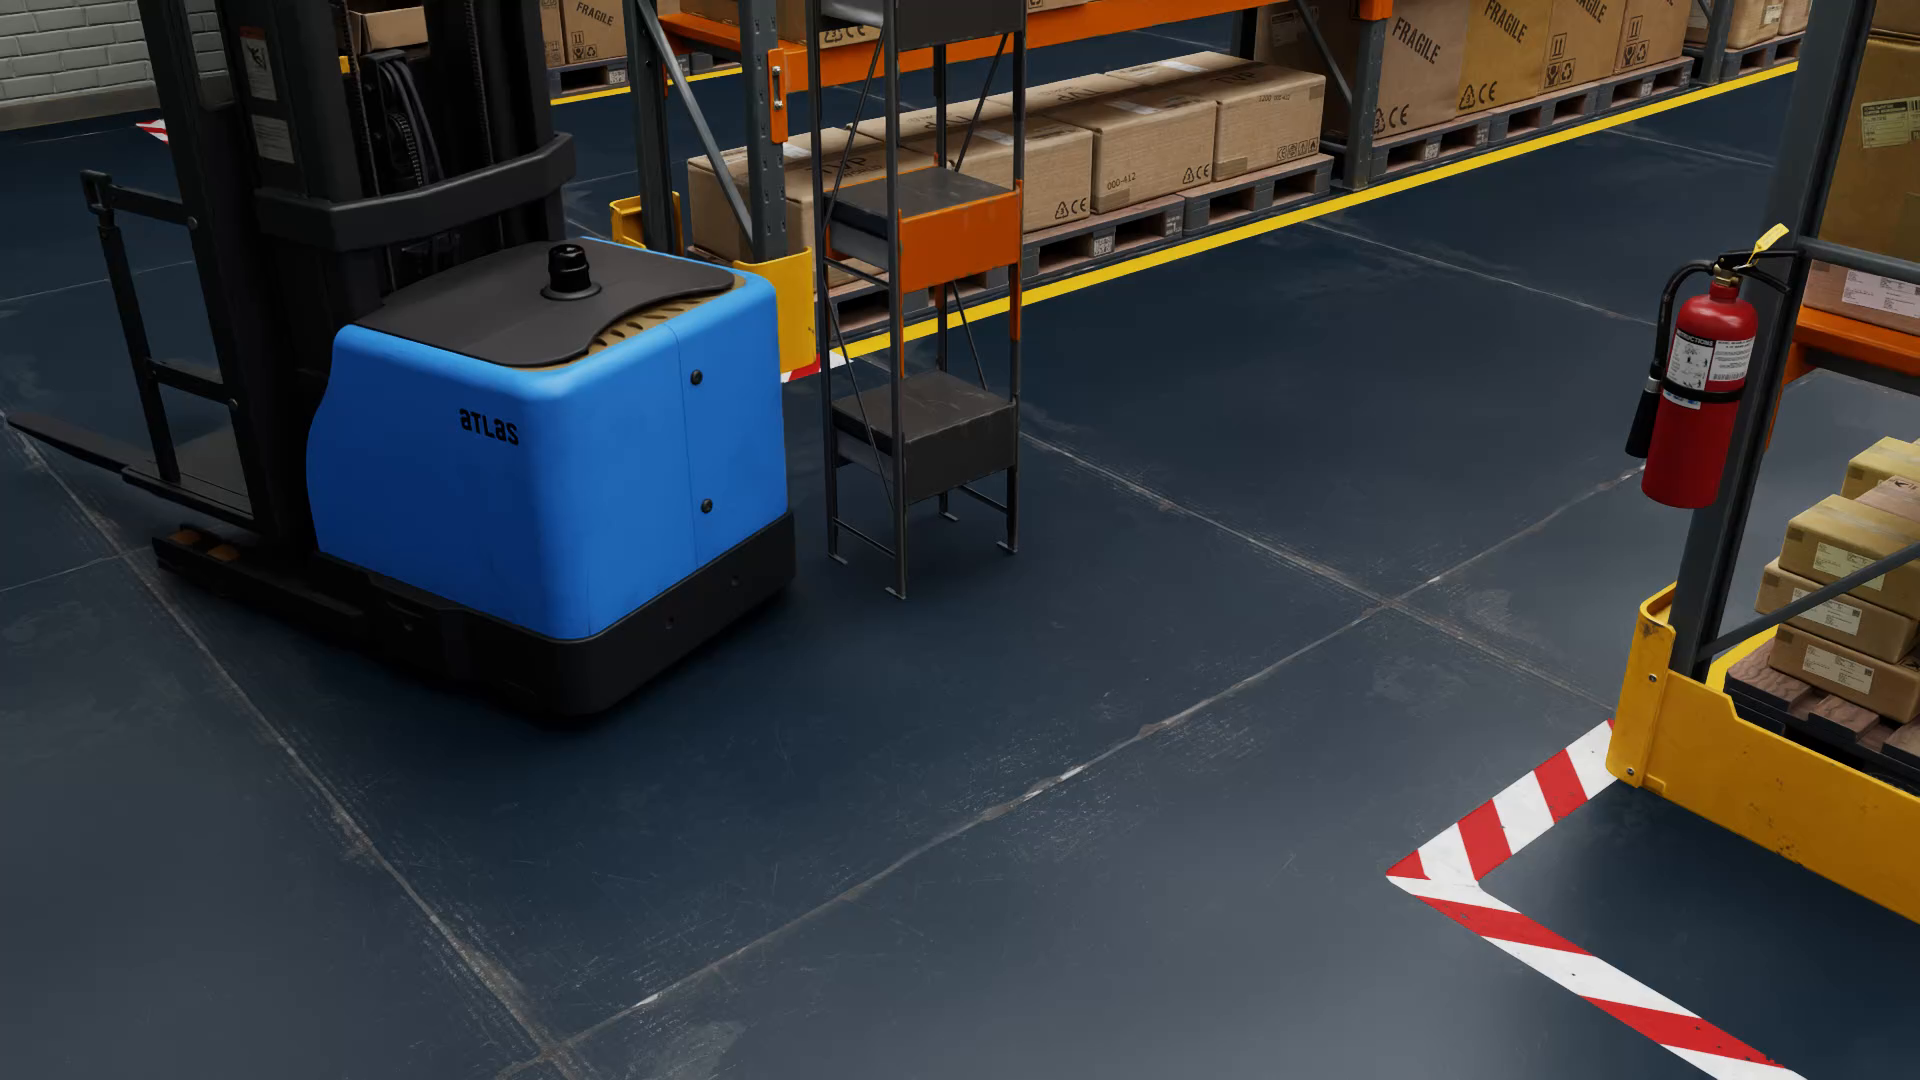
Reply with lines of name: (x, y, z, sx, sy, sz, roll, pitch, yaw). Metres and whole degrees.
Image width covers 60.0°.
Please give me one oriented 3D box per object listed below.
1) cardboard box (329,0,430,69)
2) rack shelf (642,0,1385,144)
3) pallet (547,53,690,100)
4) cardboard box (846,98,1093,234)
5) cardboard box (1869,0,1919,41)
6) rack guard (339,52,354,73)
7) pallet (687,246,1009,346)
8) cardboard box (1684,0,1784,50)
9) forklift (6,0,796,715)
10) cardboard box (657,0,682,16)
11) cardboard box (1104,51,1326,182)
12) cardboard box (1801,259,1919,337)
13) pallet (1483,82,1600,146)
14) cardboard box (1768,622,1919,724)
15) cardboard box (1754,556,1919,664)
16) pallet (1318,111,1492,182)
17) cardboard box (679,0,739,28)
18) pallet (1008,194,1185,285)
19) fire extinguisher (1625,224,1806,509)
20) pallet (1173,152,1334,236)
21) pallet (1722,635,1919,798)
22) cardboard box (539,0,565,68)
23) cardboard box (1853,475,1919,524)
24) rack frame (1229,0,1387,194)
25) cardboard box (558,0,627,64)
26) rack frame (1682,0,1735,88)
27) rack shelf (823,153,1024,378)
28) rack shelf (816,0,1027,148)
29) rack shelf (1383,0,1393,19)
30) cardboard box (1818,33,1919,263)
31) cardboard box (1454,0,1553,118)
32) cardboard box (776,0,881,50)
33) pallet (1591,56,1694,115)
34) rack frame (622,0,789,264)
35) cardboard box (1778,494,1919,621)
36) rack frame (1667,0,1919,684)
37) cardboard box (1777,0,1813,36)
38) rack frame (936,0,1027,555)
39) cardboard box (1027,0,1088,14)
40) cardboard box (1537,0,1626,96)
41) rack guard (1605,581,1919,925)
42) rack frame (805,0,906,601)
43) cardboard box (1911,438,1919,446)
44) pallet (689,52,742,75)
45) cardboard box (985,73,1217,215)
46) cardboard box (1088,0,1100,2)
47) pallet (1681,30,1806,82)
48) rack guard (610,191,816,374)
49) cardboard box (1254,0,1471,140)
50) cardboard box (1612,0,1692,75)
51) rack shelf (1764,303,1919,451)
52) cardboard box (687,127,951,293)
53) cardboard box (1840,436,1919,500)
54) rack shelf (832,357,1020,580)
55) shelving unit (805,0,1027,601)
cardboard box: (-3.784, -3.277, 10.902, 0.637, 0.503, 0.797, -24, 36, -37)
rack shelf: (0.435, -2.555, 8.112, 4.000, 0.370, 1.077, -22, 35, -35)
pallet: (-2.720, -3.448, 11.978, 1.213, 0.211, 1.003, -22, 35, -35)
cardboard box: (0.041, -1.837, 8.277, 0.875, 0.438, 0.875, -21, 34, -34)
cardboard box: (2.390, -1.362, 3.634, 0.500, 0.500, 0.500, -23, 36, -36)
rack guard: (-4.253, -2.960, 10.758, 0.348, 0.500, 1.175, -22, 35, -35)
pallet: (-0.529, -1.303, 7.965, 1.213, 0.211, 1.003, -22, 35, -35)
cardboard box: (5.436, -3.903, 12.214, 0.625, 0.372, 0.950, -25, 37, -38)
forklift: (-2.053, -1.303, 5.079, 3.031, 2.935, 1.130, 16, 32, 28)
cardboard box: (-2.319, -3.840, 11.960, 0.500, 0.500, 0.700, -23, 36, -37)
cardboard box: (1.409, -2.386, 9.305, 0.875, 0.438, 0.875, -22, 35, -36)
cardboard box: (2.268, -0.607, 3.970, 0.250, 0.149, 0.380, -22, 35, -35)
pallet: (3.423, -2.893, 10.939, 1.213, 0.211, 1.003, -22, 35, -35)
cardboard box: (2.468, 0.320, 4.548, 0.250, 0.149, 0.380, -21, 35, -34)
cardboard box: (2.419, 0.161, 4.531, 0.250, 0.149, 0.380, -23, 36, -36)
pallet: (2.494, -2.517, 10.237, 1.213, 0.211, 1.003, -22, 35, -35)
cardboard box: (-0.892, -2.547, 7.228, 0.500, 0.500, 0.500, -22, 35, -35)
pallet: (0.398, -1.675, 8.660, 1.213, 0.211, 1.003, -22, 35, -35)
fire extinguisher: (1.712, -0.406, 3.806, 0.183, 0.674, 0.296, -22, 35, -35)
pallet: (1.327, -2.050, 9.362, 1.213, 0.211, 1.003, -22, 35, -35)
pallet: (2.902, 0.454, 4.676, 1.213, 0.211, 1.003, -22, 35, -35)
cardboard box: (-3.109, -3.523, 11.366, 0.500, 0.500, 0.700, -20, 34, -33)
cardboard box: (2.670, -0.016, 4.545, 0.250, 0.149, 0.380, -21, 35, -34)
rack frame: (1.956, -3.484, 9.087, 0.127, 3.000, 1.000, -22, 35, -35)
cardboard box: (-2.642, -3.649, 11.601, 0.500, 0.500, 0.500, -21, 35, -34)
rack frame: (4.999, -4.708, 11.377, 0.127, 3.000, 1.000, -22, 35, -35)
rack shelf: (-0.126, -0.863, 5.167, 0.480, 0.518, 0.431, -22, 35, -35)
rack shelf: (-0.126, -1.481, 4.837, 0.480, 0.518, 0.431, -22, 35, -35)
rack shelf: (3.478, -3.779, 10.402, 4.000, 0.370, 1.077, -22, 35, -35)
cardboard box: (2.378, -0.922, 3.870, 0.500, 0.500, 0.500, -21, 35, -34)
cardboard box: (3.058, -3.230, 10.420, 0.875, 0.875, 0.875, -21, 34, -34)
cardboard box: (-0.535, -2.349, 6.856, 0.500, 0.500, 0.500, -22, 35, -35)
pallet: (4.351, -3.264, 11.634, 1.213, 0.211, 1.003, -22, 35, -35)
rack frame: (-1.087, -2.261, 6.798, 0.127, 3.000, 1.000, -22, 35, -35)
cardboard box: (2.441, 0.040, 4.440, 0.250, 0.149, 0.380, -21, 35, -34)
rack frame: (2.203, -0.517, 3.534, 0.127, 3.000, 1.000, -22, 35, -35)
cardboard box: (5.992, -4.132, 12.642, 0.625, 0.372, 0.950, -23, 36, -36)
rack frame: (0.060, -0.950, 5.300, 0.015, 2.100, 0.400, -22, 35, -35)
cardboard box: (0.230, -2.662, 7.444, 0.500, 0.500, 0.500, -22, 35, -35)
cardboard box: (3.739, -3.503, 10.931, 0.875, 0.875, 0.875, -21, 35, -34)
rack guard: (2.261, 0.563, 4.167, 0.348, 0.500, 1.175, -22, 35, -35)
rack frame: (-0.312, -0.801, 5.021, 0.015, 2.100, 0.400, -22, 35, -35)
cardboard box: (3.022, -0.197, 4.885, 0.250, 0.149, 0.380, -24, 36, -37)
pallet: (-1.791, -3.823, 12.680, 1.213, 0.211, 1.003, -22, 35, -35)
cardboard box: (0.728, -2.112, 8.792, 0.875, 0.438, 0.875, -23, 36, -36)
cardboard box: (0.600, -2.822, 7.741, 0.500, 0.500, 0.500, -21, 34, -33)
pallet: (5.595, -3.717, 12.481, 1.213, 0.211, 1.003, -22, 35, -35)
rack guard: (-1.105, -1.151, 7.373, 0.348, 0.500, 1.175, -22, 35, -35)
cardboard box: (2.376, -2.951, 9.898, 0.875, 0.875, 0.875, -21, 34, -33)
cardboard box: (4.420, -3.775, 11.439, 0.875, 0.875, 0.875, -22, 35, -35)
rack shelf: (3.725, -0.811, 4.849, 4.000, 0.370, 1.077, -22, 35, -35)
cardboard box: (-0.649, -1.554, 7.747, 0.875, 0.438, 0.875, -23, 36, -37)
cardboard box: (2.784, -0.141, 4.779, 0.250, 0.149, 0.380, -23, 36, -36)
rack shelf: (-0.126, -0.246, 5.497, 0.480, 0.518, 0.431, -22, 35, -35)
shelving unit: (-0.126, -0.875, 5.160, 0.503, 2.100, 0.431, -22, 35, -35)
